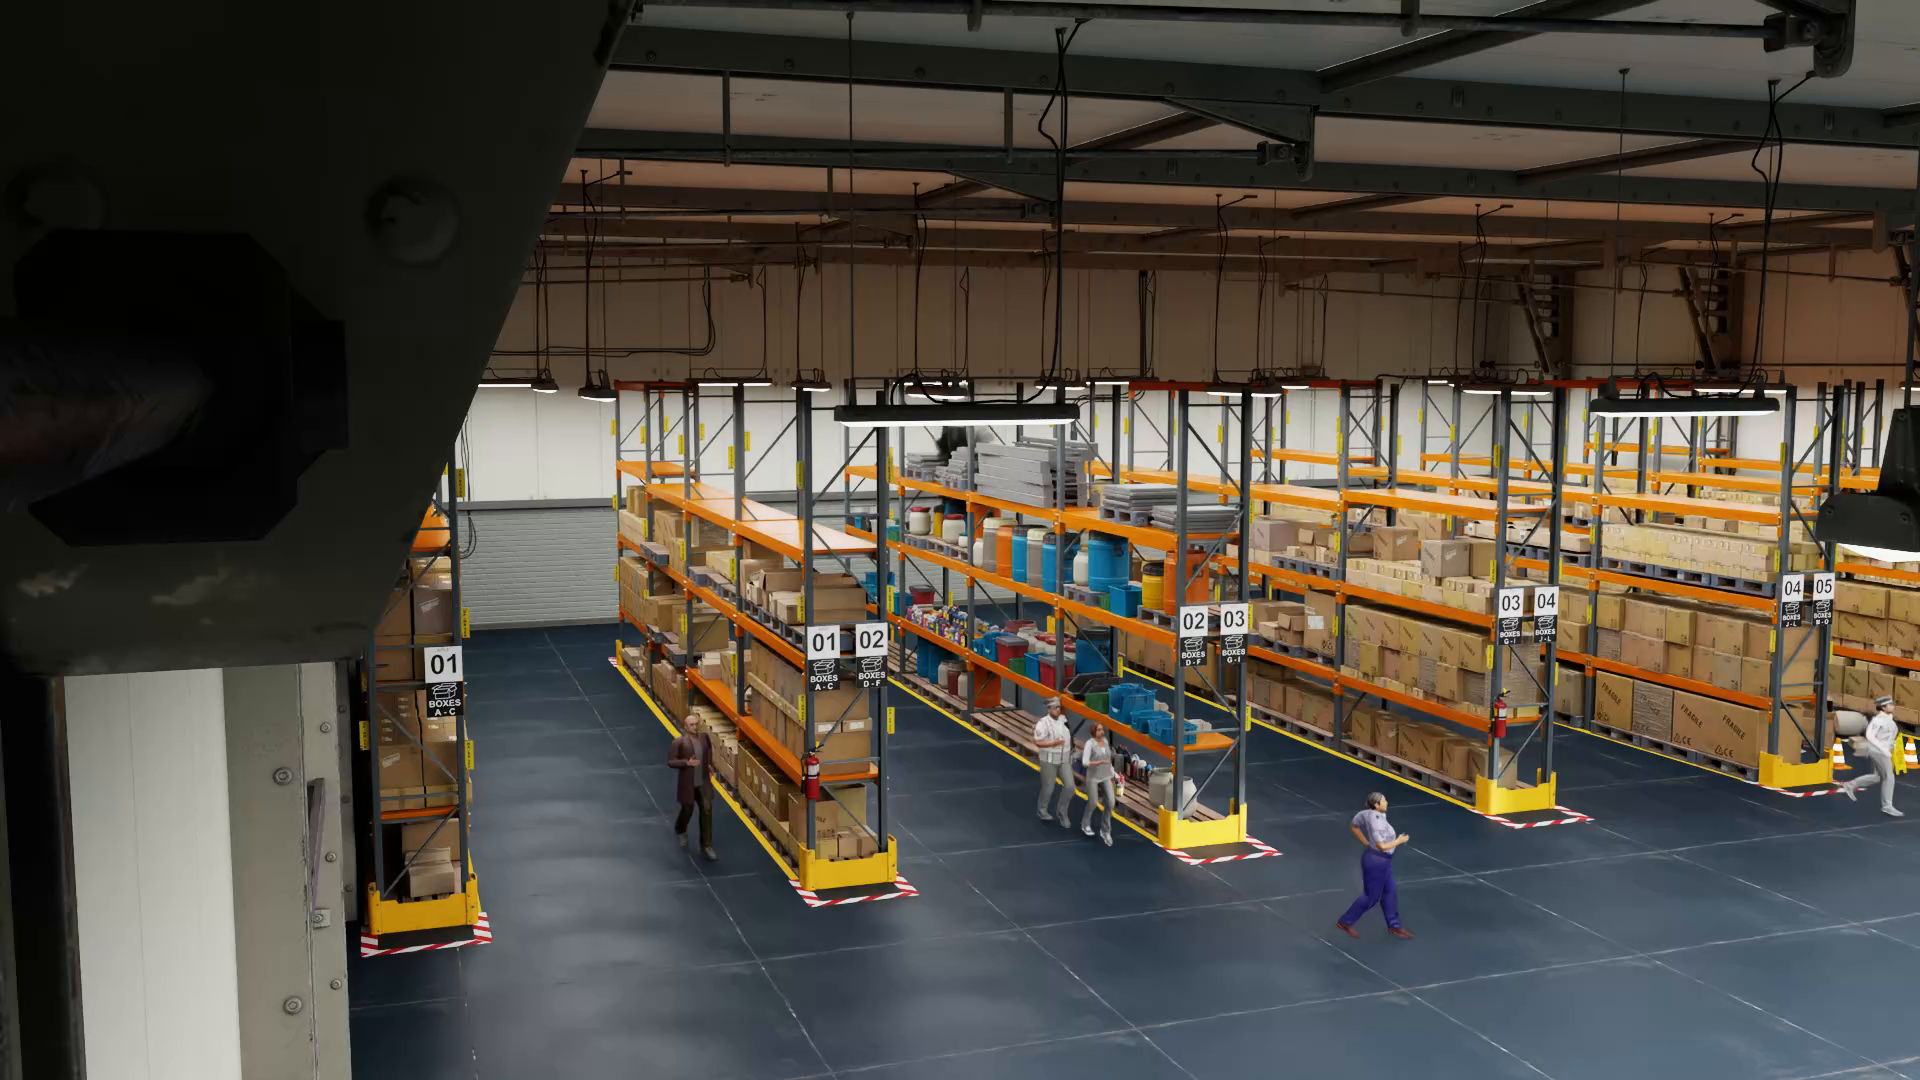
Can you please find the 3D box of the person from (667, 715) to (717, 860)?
[{"bbox_3d":[-3.420,3.139,21.430,0.708,1.763,0.954,-4,7,-31],"label":"person"}]

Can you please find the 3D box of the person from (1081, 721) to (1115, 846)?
[{"bbox_3d":[1.833,3.208,22.028,0.516,1.642,0.673,-3,7,-26],"label":"person"}]

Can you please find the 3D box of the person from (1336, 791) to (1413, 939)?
[{"bbox_3d":[4.559,3.574,18.205,0.854,1.654,0.597,1,6,7],"label":"person"}]

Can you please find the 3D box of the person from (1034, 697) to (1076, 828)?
[{"bbox_3d":[1.315,3.050,22.816,0.640,1.836,0.727,-3,7,-27],"label":"person"}]

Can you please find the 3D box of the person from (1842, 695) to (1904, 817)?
[{"bbox_3d":[12.955,3.007,23.522,0.801,1.698,0.629,5,8,40],"label":"person"}]
